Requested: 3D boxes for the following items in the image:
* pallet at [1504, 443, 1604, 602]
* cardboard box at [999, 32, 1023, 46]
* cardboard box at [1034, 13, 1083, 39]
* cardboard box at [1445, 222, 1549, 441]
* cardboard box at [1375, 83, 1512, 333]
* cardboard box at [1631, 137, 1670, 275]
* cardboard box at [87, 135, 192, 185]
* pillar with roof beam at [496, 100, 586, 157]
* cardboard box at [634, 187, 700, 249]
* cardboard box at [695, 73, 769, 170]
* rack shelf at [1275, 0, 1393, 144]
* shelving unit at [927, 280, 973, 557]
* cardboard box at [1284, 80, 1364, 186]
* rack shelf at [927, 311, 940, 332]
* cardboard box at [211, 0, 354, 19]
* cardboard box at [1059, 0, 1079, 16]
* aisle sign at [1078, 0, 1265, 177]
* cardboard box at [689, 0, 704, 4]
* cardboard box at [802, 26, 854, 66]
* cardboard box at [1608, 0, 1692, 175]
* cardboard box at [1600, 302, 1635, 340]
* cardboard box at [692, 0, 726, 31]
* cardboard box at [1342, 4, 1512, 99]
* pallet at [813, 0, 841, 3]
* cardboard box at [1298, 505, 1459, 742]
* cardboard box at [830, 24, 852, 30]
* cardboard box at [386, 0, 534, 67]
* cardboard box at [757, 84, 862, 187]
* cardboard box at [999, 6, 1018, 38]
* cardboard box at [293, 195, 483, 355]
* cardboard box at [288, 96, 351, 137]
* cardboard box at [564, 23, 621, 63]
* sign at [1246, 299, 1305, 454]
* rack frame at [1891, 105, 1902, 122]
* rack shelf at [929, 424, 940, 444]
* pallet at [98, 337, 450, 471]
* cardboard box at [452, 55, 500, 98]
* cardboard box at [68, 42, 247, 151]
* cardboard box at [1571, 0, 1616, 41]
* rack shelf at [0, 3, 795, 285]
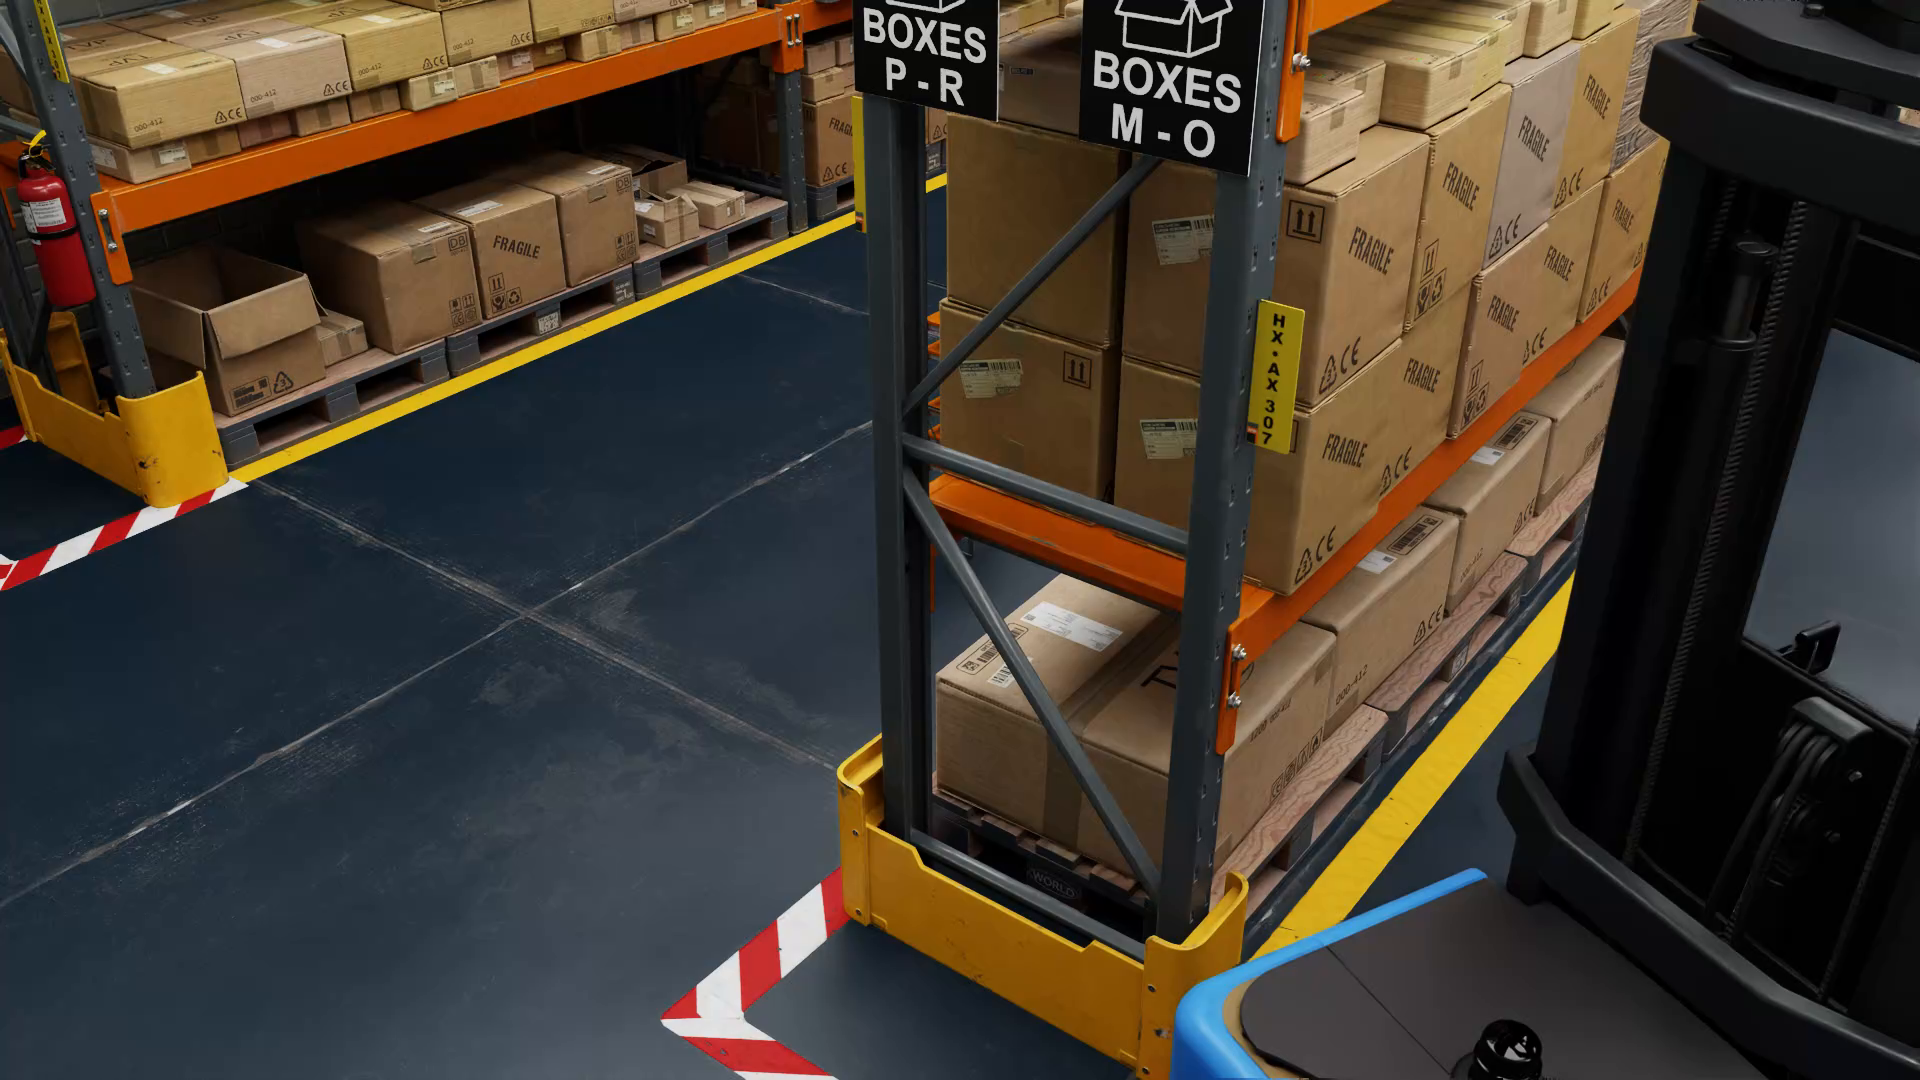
[{"bbox_3d":[2.106,-0.243,6.954,1.003,0.211,1.213,21,37,31],"label":"pallet"},{"bbox_3d":[0.076,-3.117,11.107,0.500,0.500,0.500,20,36,30],"label":"cardboard box"},{"bbox_3d":[0.404,-1.172,4.071,0.380,0.149,0.250,22,37,32],"label":"cardboard box"},{"bbox_3d":[1.336,-0.667,4.836,0.500,0.500,0.500,21,37,31],"label":"cardboard box"},{"bbox_3d":[1.036,-0.895,4.239,0.500,0.500,0.500,20,36,30],"label":"cardboard box"},{"bbox_3d":[2.245,-1.293,5.891,0.500,0.500,0.500,20,36,30],"label":"cardboard box"},{"bbox_3d":[-3.329,-1.569,6.702,0.380,0.149,0.250,21,36,31],"label":"cardboard box"},{"bbox_3d":[0.961,-4.504,5.524,9.100,9.000,0.400,21,37,31],"label":"pillar with roof beam"},{"bbox_3d":[-1.650,-1.797,9.109,0.396,0.266,0.258,23,37,33],"label":"cardboard box"},{"bbox_3d":[-1.271,-2.650,10.319,0.500,0.500,0.500,21,37,31],"label":"cardboard box"},{"bbox_3d":[1.420,-1.896,4.770,1.077,0.370,4.000,21,37,31],"label":"rack shelf"},{"bbox_3d":[0.009,-0.522,6.454,0.258,1.200,0.189,21,37,31],"label":"shelving unit"},{"bbox_3d":[0.648,-0.913,3.634,0.380,0.149,0.250,22,37,32],"label":"cardboard box"},{"bbox_3d":[0.009,-0.794,6.293,0.258,0.103,0.180,21,37,31],"label":"rack shelf"},{"bbox_3d":[-3.066,-2.369,7.661,0.500,0.250,0.500,22,37,33],"label":"cardboard box"},{"bbox_3d":[0.652,-3.772,11.576,0.380,0.149,0.250,20,36,30],"label":"cardboard box"},{"bbox_3d":[0.401,-1.102,3.117,0.394,0.787,0.004,21,37,31],"label":"aisle sign"},{"bbox_3d":[-1.445,-3.035,8.785,0.500,0.250,0.500,22,37,32],"label":"cardboard box"},{"bbox_3d":[-0.785,-2.951,9.899,0.380,0.149,0.250,19,36,29],"label":"cardboard box"},{"bbox_3d":[1.950,-1.511,5.278,0.500,0.500,0.500,22,37,32],"label":"cardboard box"},{"bbox_3d":[2.938,-1.271,7.625,0.875,0.875,0.875,22,37,33],"label":"cardboard box"},{"bbox_3d":[-1.463,-2.826,8.823,0.380,0.149,0.250,22,37,33],"label":"cardboard box"},{"bbox_3d":[1.142,-1.225,4.159,0.380,0.149,0.250,20,36,30],"label":"cardboard box"},{"bbox_3d":[-0.763,-3.463,9.839,1.003,0.211,1.213,21,37,31],"label":"pallet"},{"bbox_3d":[1.077,0.146,5.663,0.875,0.438,0.875,22,37,33],"label":"cardboard box"},{"bbox_3d":[-0.912,-3.199,10.609,0.380,0.149,0.250,19,36,29],"label":"cardboard box"},{"bbox_3d":[-2.359,-2.420,7.746,0.500,0.250,0.500,20,36,30],"label":"cardboard box"},{"bbox_3d":[-0.861,-2.487,10.044,0.500,0.500,0.500,23,38,33],"label":"cardboard box"},{"bbox_3d":[0.164,-3.455,11.042,0.380,0.149,0.250,19,36,29],"label":"cardboard box"},{"bbox_3d":[-2.755,-1.288,8.022,0.700,0.500,0.500,23,38,33],"label":"cardboard box"},{"bbox_3d":[-2.880,-1.888,7.241,0.380,0.149,0.250,22,37,33],"label":"cardboard box"},{"bbox_3d":[-1.912,-2.502,8.277,0.380,0.149,0.250,21,36,31],"label":"cardboard box"},{"bbox_3d":[0.652,-0.335,3.447,0.100,0.325,0.005,21,37,31],"label":"sign"},{"bbox_3d":[5.042,-3.354,9.467,1.000,3.000,0.127,21,37,31],"label":"rack frame"},{"bbox_3d":[0.009,-0.381,6.538,0.258,0.103,0.180,21,37,31],"label":"rack shelf"},{"bbox_3d":[-3.220,-0.784,7.866,1.003,0.211,1.213,21,37,31],"label":"pallet"},{"bbox_3d":[-2.369,-2.191,7.751,0.380,0.149,0.250,22,37,32],"label":"cardboard box"},{"bbox_3d":[-3.258,-1.793,6.689,0.500,0.250,0.500,21,37,32],"label":"cardboard box"},{"bbox_3d":[1.618,-1.531,4.676,0.380,0.149,0.250,20,36,30],"label":"cardboard box"},{"bbox_3d":[-2.539,-2.132,8.110,1.077,0.370,4.000,21,37,31],"label":"rack shelf"}]
